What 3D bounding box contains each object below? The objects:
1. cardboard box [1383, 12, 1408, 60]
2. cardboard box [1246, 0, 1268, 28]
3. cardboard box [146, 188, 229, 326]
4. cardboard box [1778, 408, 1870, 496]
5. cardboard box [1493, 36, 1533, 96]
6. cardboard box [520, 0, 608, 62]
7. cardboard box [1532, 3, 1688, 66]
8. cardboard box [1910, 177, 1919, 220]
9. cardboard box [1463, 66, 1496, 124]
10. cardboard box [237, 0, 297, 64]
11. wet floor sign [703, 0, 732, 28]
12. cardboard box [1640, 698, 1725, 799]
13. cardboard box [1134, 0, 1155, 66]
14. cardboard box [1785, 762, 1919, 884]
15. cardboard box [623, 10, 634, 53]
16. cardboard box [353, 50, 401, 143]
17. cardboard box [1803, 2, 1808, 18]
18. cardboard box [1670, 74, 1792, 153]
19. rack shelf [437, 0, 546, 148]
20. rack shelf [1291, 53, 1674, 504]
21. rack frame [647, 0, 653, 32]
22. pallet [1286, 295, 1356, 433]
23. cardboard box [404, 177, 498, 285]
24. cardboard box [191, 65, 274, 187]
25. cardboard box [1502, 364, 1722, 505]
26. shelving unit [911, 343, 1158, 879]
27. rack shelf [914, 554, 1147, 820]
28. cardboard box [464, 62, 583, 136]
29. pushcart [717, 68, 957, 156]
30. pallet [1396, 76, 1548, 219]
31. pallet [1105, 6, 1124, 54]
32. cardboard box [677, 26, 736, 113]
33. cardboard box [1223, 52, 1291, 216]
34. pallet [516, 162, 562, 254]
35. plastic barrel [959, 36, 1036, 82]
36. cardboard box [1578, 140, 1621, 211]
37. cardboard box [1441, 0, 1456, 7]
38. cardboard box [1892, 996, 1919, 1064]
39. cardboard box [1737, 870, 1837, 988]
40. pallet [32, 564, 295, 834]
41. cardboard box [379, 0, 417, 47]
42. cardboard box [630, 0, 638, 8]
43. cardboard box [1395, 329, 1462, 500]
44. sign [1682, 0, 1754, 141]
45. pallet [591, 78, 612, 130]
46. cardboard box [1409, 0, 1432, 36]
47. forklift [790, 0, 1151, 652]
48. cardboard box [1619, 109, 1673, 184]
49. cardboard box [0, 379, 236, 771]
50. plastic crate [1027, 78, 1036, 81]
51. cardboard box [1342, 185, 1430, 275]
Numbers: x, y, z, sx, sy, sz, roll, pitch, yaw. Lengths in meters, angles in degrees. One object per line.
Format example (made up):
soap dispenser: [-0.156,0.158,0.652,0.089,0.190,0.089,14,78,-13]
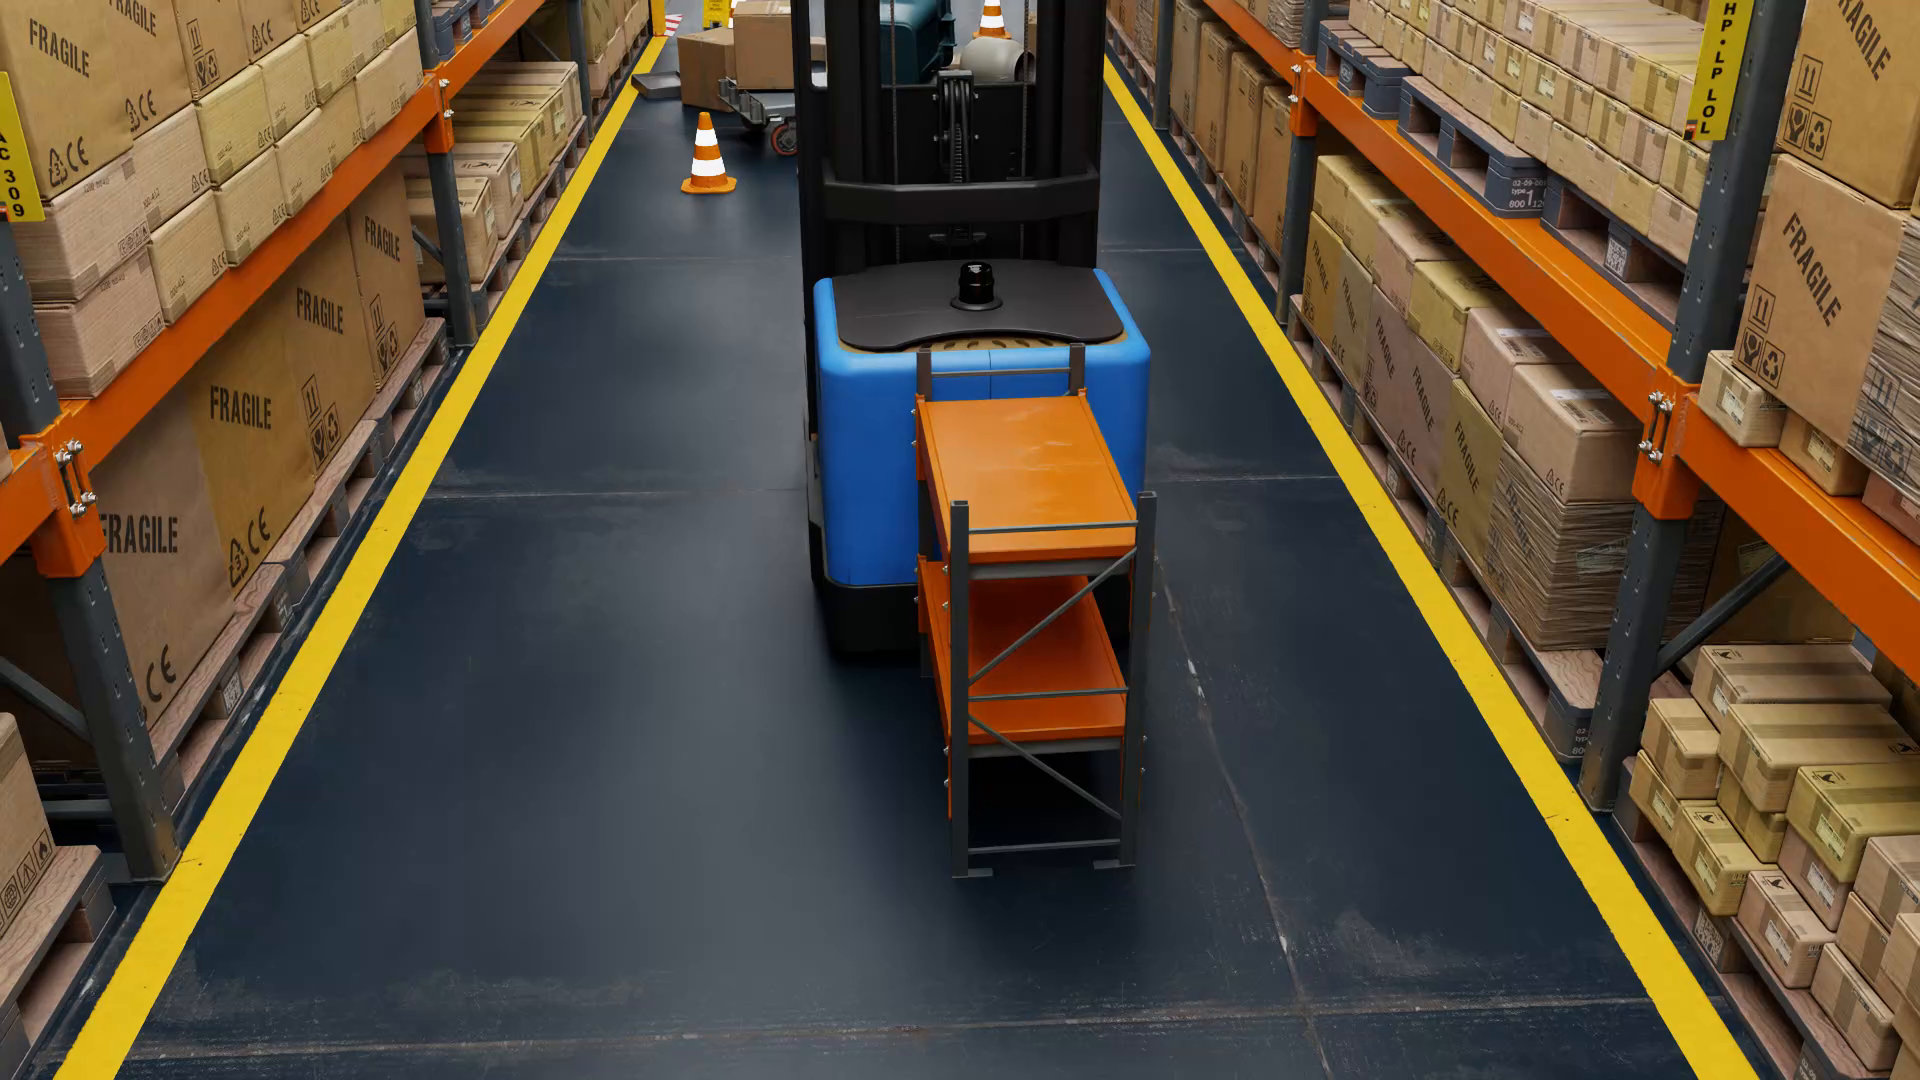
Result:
cardboard box: [1.942,-2.048,6.750,0.380,0.149,0.250,0,28,0]
cardboard box: [1.775,-2.909,8.476,0.500,0.500,0.500,-1,28,-3]
cardboard box: [-2.425,-0.801,4.705,0.500,0.250,0.500,-2,28,-4]
cardboard box: [2.076,-0.218,3.696,0.380,0.149,0.250,-1,28,-1]
cardboard box: [2.010,-1.580,5.531,0.380,0.149,0.250,-1,28,-2]
cardboard box: [-2.816,-3.692,11.794,0.500,0.500,0.500,0,28,0]
cardboard box: [2.035,-1.583,5.216,0.380,0.149,0.250,-2,28,-4]
cardboard box: [2.123,-0.752,2.937,0.500,0.500,0.500,-2,28,-4]
cardboard box: [1.997,-1.564,5.822,0.380,0.149,0.250,-2,28,-4]
cardboard box: [-2.485,-1.822,5.310,0.500,0.500,0.500,-2,28,-3]
wet floor sign: [-2.205,-5.031,15.198,0.267,0.644,0.232,8,29,15]
cardboard box: [2.000,0.536,4.287,0.380,0.149,0.250,0,28,0]
cardboard box: [1.869,-4.232,12.965,0.875,0.875,0.875,-1,28,-2]
cardboard box: [2.129,0.637,3.771,0.380,0.149,0.250,-2,28,-3]
cardboard box: [-2.901,-4.080,13.349,0.500,0.250,0.500,-2,28,-4]
cardboard box: [-2.518,-1.737,6.499,0.500,0.250,0.500,-1,28,-2]
cardboard box: [2.683,-1.598,5.244,0.380,0.149,0.250,-2,28,-3]
cardboard box: [2.085,-1.105,4.299,0.380,0.149,0.250,0,28,0]
rack shelf: [-2.951,-2.871,9.289,1.077,0.370,4.000,-1,28,-3]
rack shelf: [2.196,-1.190,6.066,1.077,0.370,4.000,-1,28,-3]
rack frame: [-3.264,-5.961,14.436,1.000,3.000,0.127,-1,28,-3]
pallet: [2.131,-0.835,7.624,1.003,0.211,1.213,-1,28,-3]
cardboard box: [-2.866,-1.549,8.363,0.950,0.372,0.625,-3,28,-6]
cardboard box: [-2.434,-1.258,5.040,0.500,0.250,0.500,-1,28,-2]
cardboard box: [2.009,-0.334,5.084,0.500,0.250,0.500,-2,28,-4]
shelving unit: [0.174,0.165,4.717,0.538,1.125,1.048,-3,28,-5]
rack shelf: [0.174,0.382,4.830,0.538,0.278,1.000,-3,28,-5]
cardboard box: [-3.025,-2.893,10.940,0.950,0.372,0.625,-1,28,-2]
pushcart: [-0.781,-3.029,11.650,1.648,0.377,0.936,-11,30,-20]
pallet: [2.236,-1.435,5.964,1.003,0.211,1.213,-1,28,-3]
pallet: [1.794,-4.523,14.695,1.003,0.211,1.213,-1,28,-3]
cardboard box: [-1.752,-3.534,12.483,0.500,0.500,0.500,19,33,32]
cardboard box: [2.101,-2.309,9.411,1.050,0.750,0.750,-1,28,-2]
pallet: [-2.946,-1.953,9.767,1.003,0.211,1.213,-1,28,-3]
plastic barrel: [0.292,-3.625,12.742,0.512,0.421,0.421,19,33,32]
cardboard box: [2.057,-1.074,4.883,0.380,0.149,0.250,-1,28,-3]
cardboard box: [1.977,-2.069,6.147,0.380,0.149,0.250,0,28,0]
cardboard box: [2.153,1.014,3.369,0.380,0.149,0.250,0,28,0]
cardboard box: [2.077,0.905,3.901,0.380,0.149,0.250,-2,28,-3]
pallet: [-2.753,0.463,5.135,1.003,0.211,1.213,-1,28,-3]
cardboard box: [-2.567,-2.204,6.854,0.500,0.250,0.500,-1,28,-3]
cardboard box: [-2.931,-4.656,13.642,0.500,0.500,0.500,0,28,-1]
cardboard box: [1.961,-0.473,6.162,0.500,0.500,0.500,-2,28,-4]
sign: [1.746,-1.084,3.832,0.100,0.325,0.005,-1,28,-3]
pallet: [-3.126,-3.187,12.132,1.003,0.211,1.213,-1,28,-3]
cardboard box: [1.963,-2.047,6.426,0.380,0.149,0.250,-1,28,-2]
forklift: [-0.067,-1.589,6.127,1.130,2.935,3.031,-3,28,-5]
cardboard box: [2.068,-1.093,4.598,0.380,0.149,0.250,-1,28,-2]
cardboard box: [-2.750,0.052,4.750,0.875,0.875,0.875,-1,28,-1]
plastic crate: [0.565,-3.107,11.943,0.450,0.188,0.662,22,34,18]
cardboard box: [1.912,-1.285,6.908,0.500,0.250,0.500,-2,28,-3]
